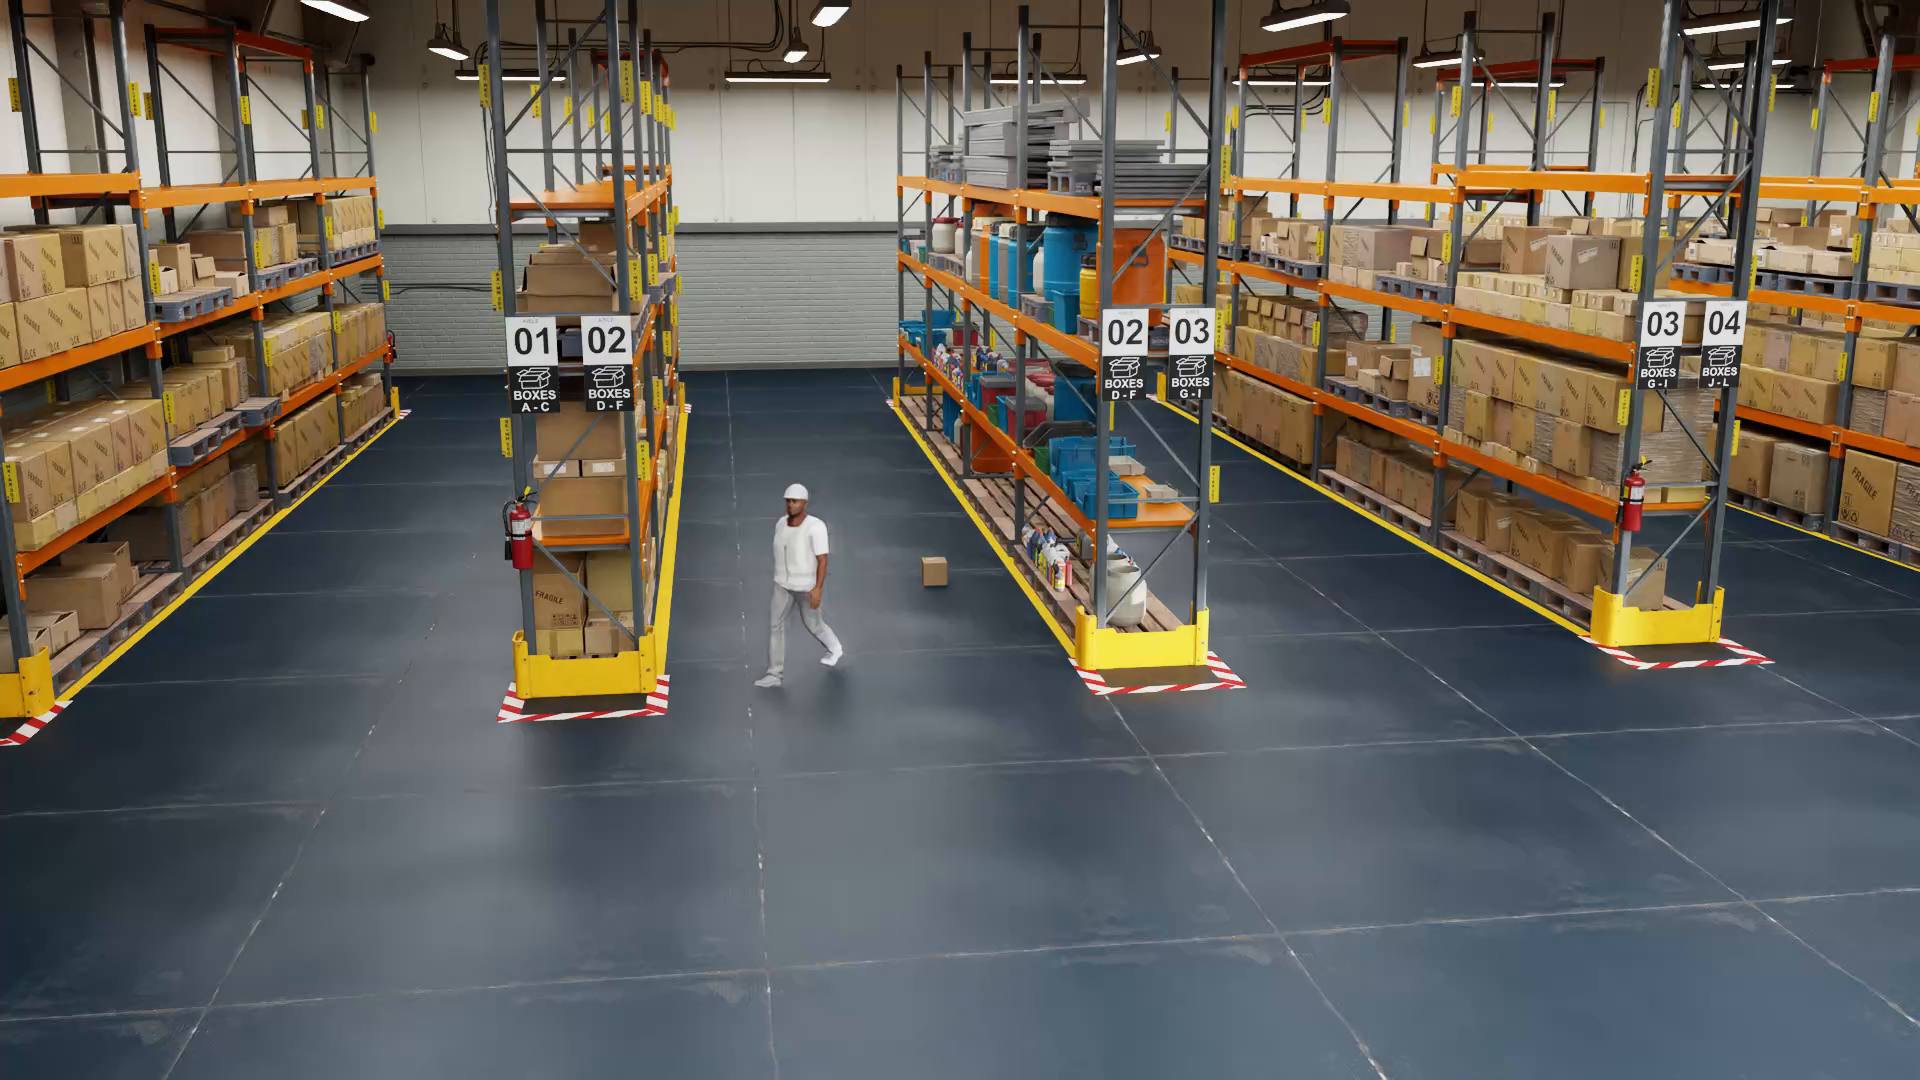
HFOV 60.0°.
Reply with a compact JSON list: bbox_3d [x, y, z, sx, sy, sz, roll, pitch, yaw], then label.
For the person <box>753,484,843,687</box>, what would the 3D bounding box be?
[{"bbox_3d":[-1.388,0.378,14.314,0.600,1.731,1.014,7,15,29],"label":"person"}]
